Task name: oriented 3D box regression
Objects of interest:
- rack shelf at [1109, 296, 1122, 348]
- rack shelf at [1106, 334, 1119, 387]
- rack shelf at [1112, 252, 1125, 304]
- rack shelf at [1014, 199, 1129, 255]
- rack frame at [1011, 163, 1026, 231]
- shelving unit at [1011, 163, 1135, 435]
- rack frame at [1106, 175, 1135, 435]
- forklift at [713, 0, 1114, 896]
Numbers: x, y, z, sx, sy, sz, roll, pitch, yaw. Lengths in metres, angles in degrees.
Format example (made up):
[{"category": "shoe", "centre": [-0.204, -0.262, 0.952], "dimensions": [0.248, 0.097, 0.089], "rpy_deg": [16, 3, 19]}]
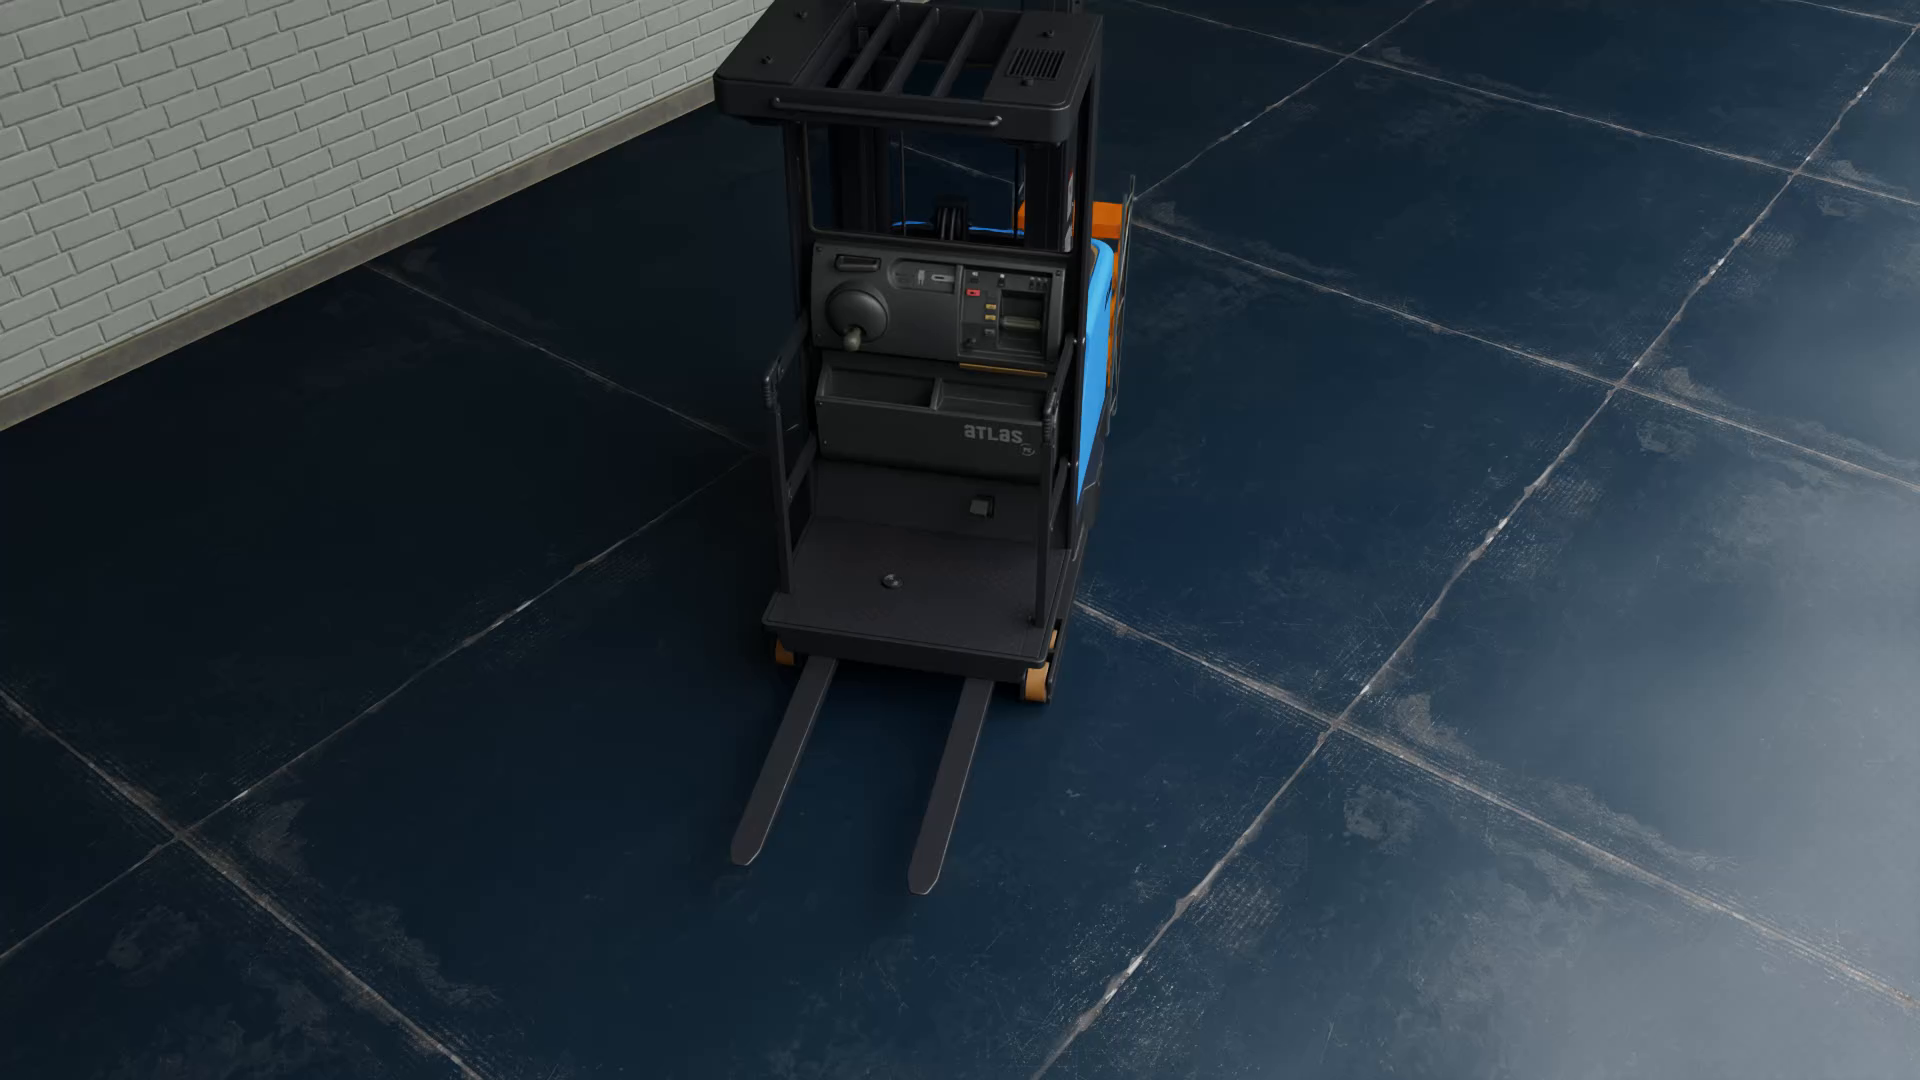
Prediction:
[{"category": "rack shelf", "centre": [0.492, -1.037, 7.697], "dimensions": [0.480, 0.148, 0.258], "rpy_deg": [8, 35, 11]}, {"category": "rack shelf", "centre": [0.489, -0.873, 7.808], "dimensions": [0.480, 0.148, 0.258], "rpy_deg": [8, 35, 11]}, {"category": "rack shelf", "centre": [0.496, -1.223, 7.571], "dimensions": [0.480, 0.148, 0.258], "rpy_deg": [8, 35, 11]}, {"category": "rack shelf", "centre": [0.500, -1.418, 7.438], "dimensions": [0.480, 0.148, 0.258], "rpy_deg": [8, 35, 11]}, {"category": "rack frame", "centre": [0.256, -1.129, 7.704], "dimensions": [0.015, 1.200, 0.240], "rpy_deg": [8, 35, 11]}, {"category": "shelving unit", "centre": [0.493, -1.093, 7.659], "dimensions": [0.503, 1.200, 0.258], "rpy_deg": [8, 35, 11]}, {"category": "rack frame", "centre": [0.730, -1.058, 7.614], "dimensions": [0.015, 1.200, 0.240], "rpy_deg": [8, 35, 11]}, {"category": "forklift", "centre": [-0.127, -0.778, 5.866], "dimensions": [1.130, 2.935, 3.031], "rpy_deg": [7, 39, 9]}]
